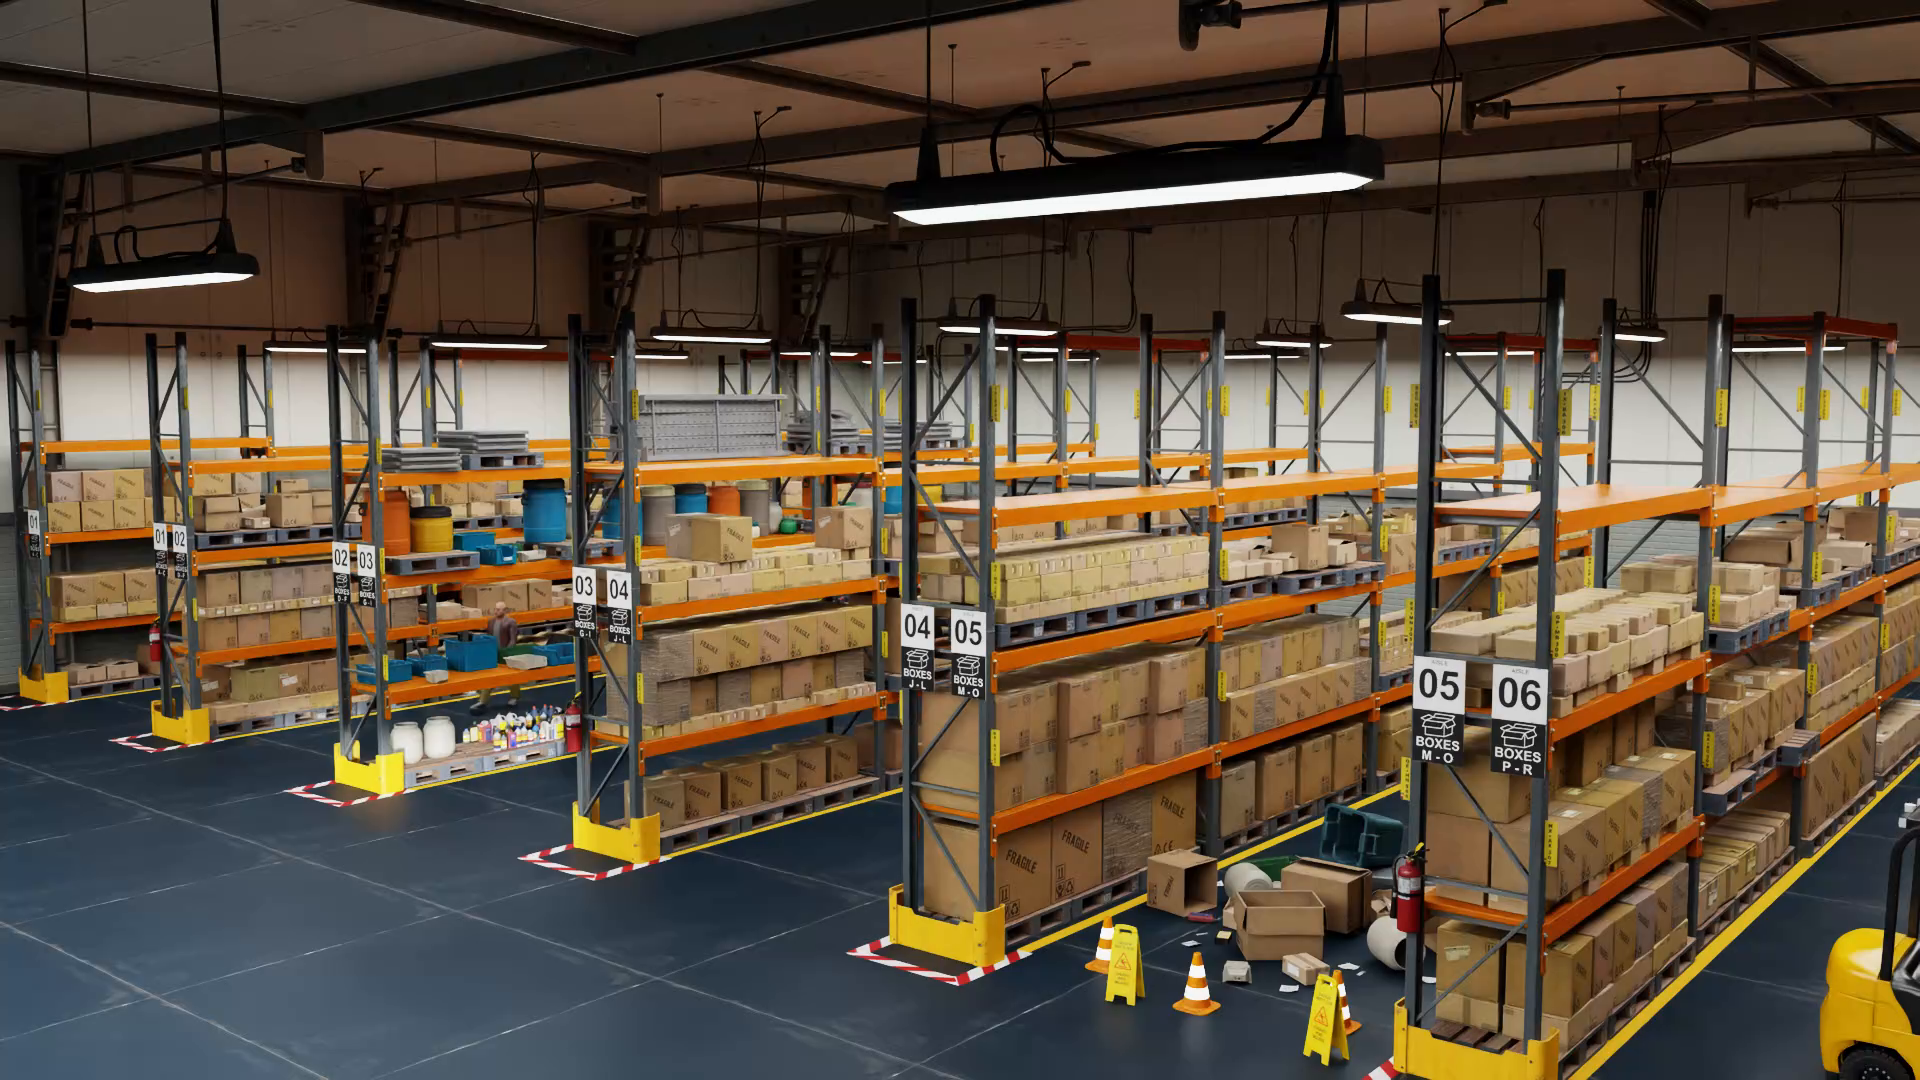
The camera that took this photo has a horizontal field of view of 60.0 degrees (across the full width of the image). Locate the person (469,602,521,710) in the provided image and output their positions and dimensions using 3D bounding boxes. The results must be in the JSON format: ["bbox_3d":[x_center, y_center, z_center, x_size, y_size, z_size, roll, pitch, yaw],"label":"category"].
[{"bbox_3d":[-7.435,1.864,26.825,0.599,1.729,1.105,1,5,9],"label":"person"}]
